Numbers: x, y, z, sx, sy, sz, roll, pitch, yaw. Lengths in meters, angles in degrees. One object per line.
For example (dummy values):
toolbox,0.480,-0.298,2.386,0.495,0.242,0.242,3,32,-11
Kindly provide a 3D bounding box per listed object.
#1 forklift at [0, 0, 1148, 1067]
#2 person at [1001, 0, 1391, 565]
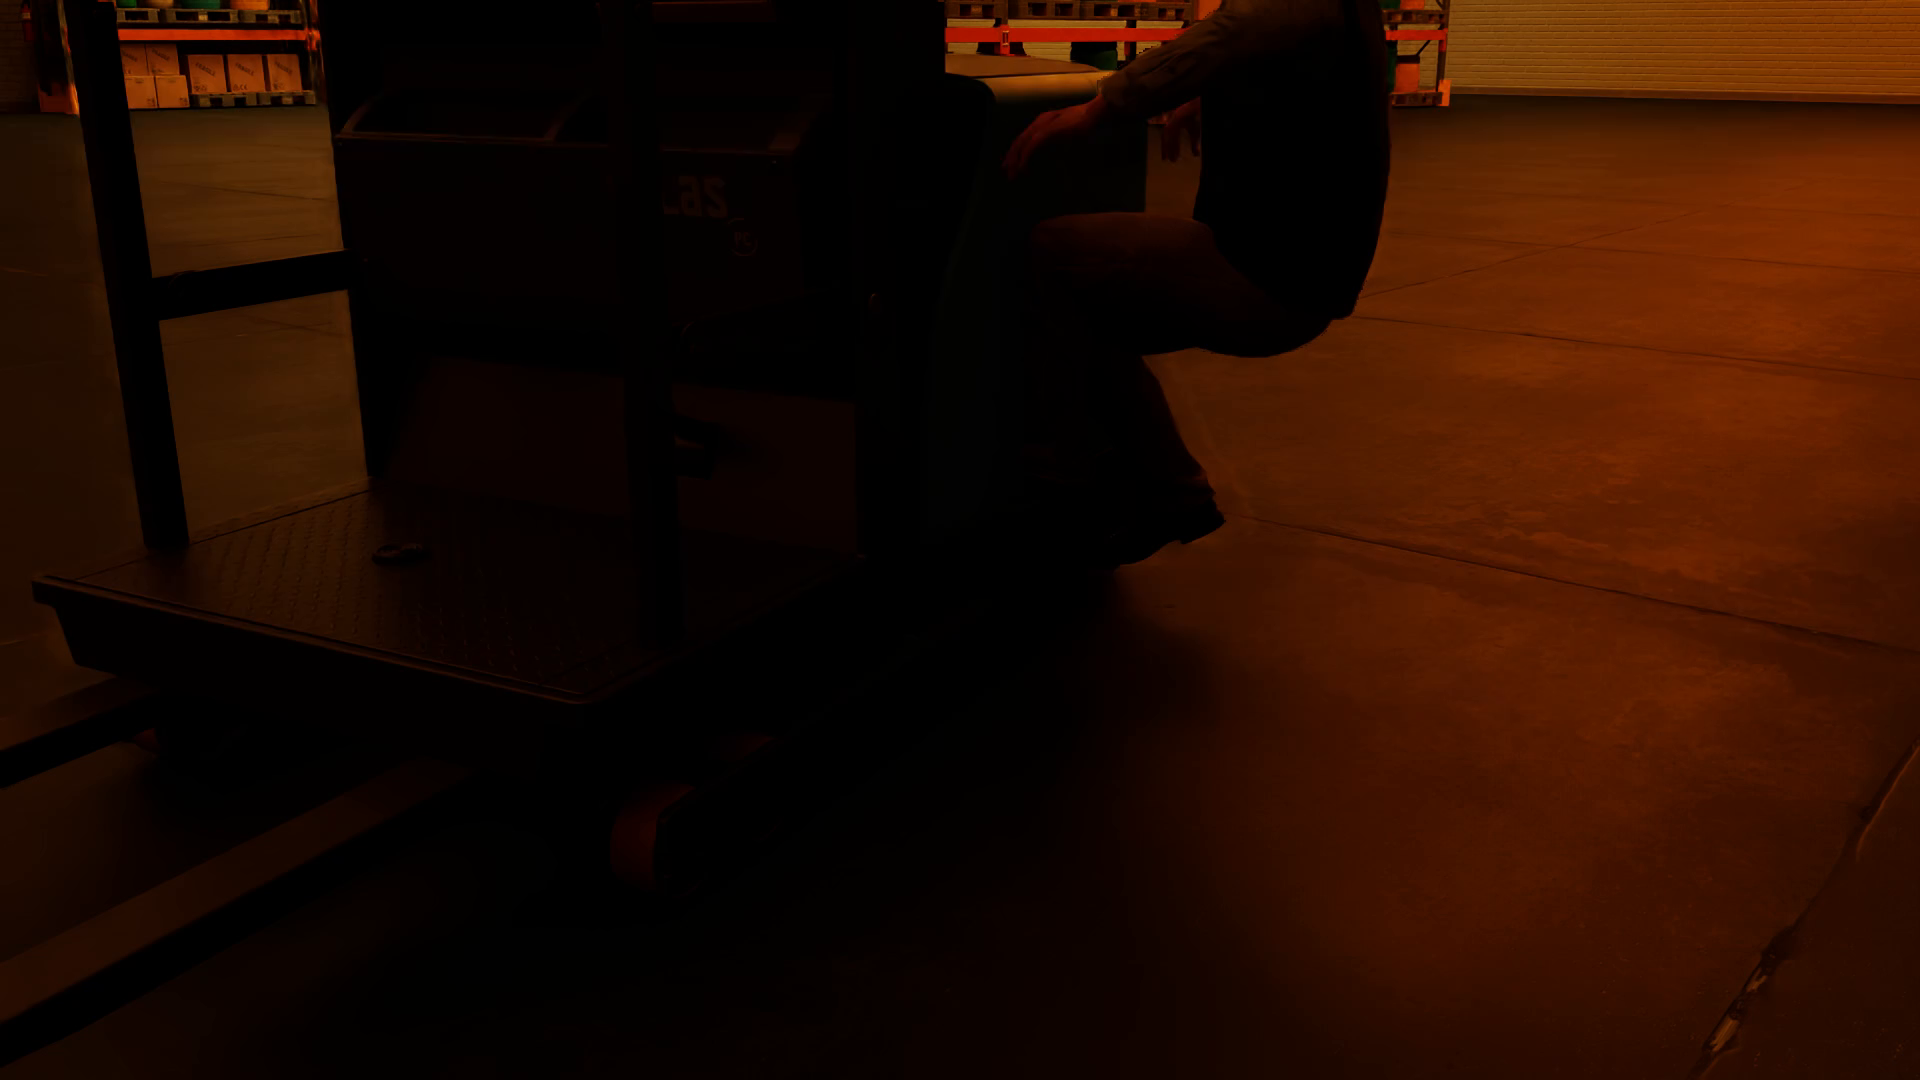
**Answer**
forklift,-0.718,-1.052,2.363,1.130,2.935,3.031,9,19,26
person,0.374,-0.597,3.175,0.848,1.464,1.074,4,17,14
